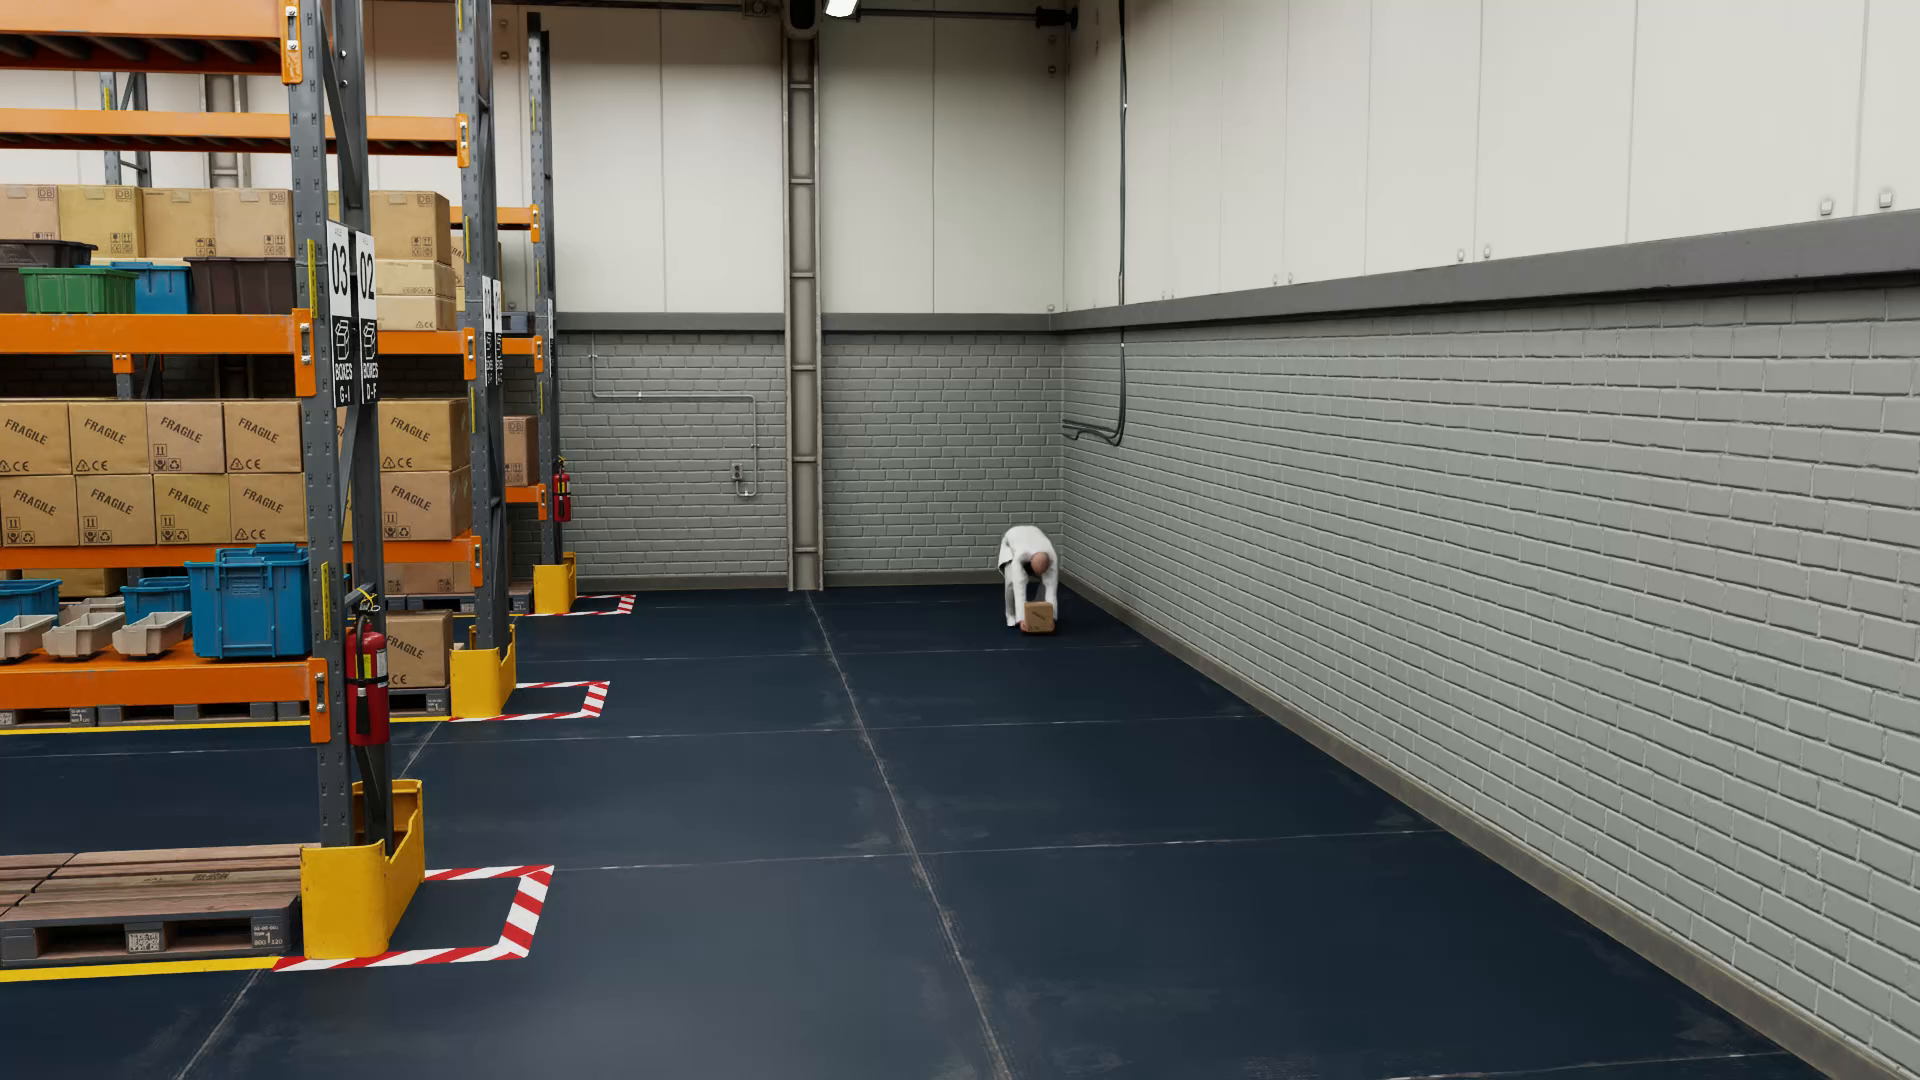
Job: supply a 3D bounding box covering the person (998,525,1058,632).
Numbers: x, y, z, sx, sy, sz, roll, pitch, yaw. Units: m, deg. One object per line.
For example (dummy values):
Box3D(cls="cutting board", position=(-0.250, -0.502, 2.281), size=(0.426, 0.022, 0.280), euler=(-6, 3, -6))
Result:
Box3D(cls="person", position=(0.684, 0.366, 16.068), size=(0.593, 0.981, 0.944), euler=(-1, 6, -11))
